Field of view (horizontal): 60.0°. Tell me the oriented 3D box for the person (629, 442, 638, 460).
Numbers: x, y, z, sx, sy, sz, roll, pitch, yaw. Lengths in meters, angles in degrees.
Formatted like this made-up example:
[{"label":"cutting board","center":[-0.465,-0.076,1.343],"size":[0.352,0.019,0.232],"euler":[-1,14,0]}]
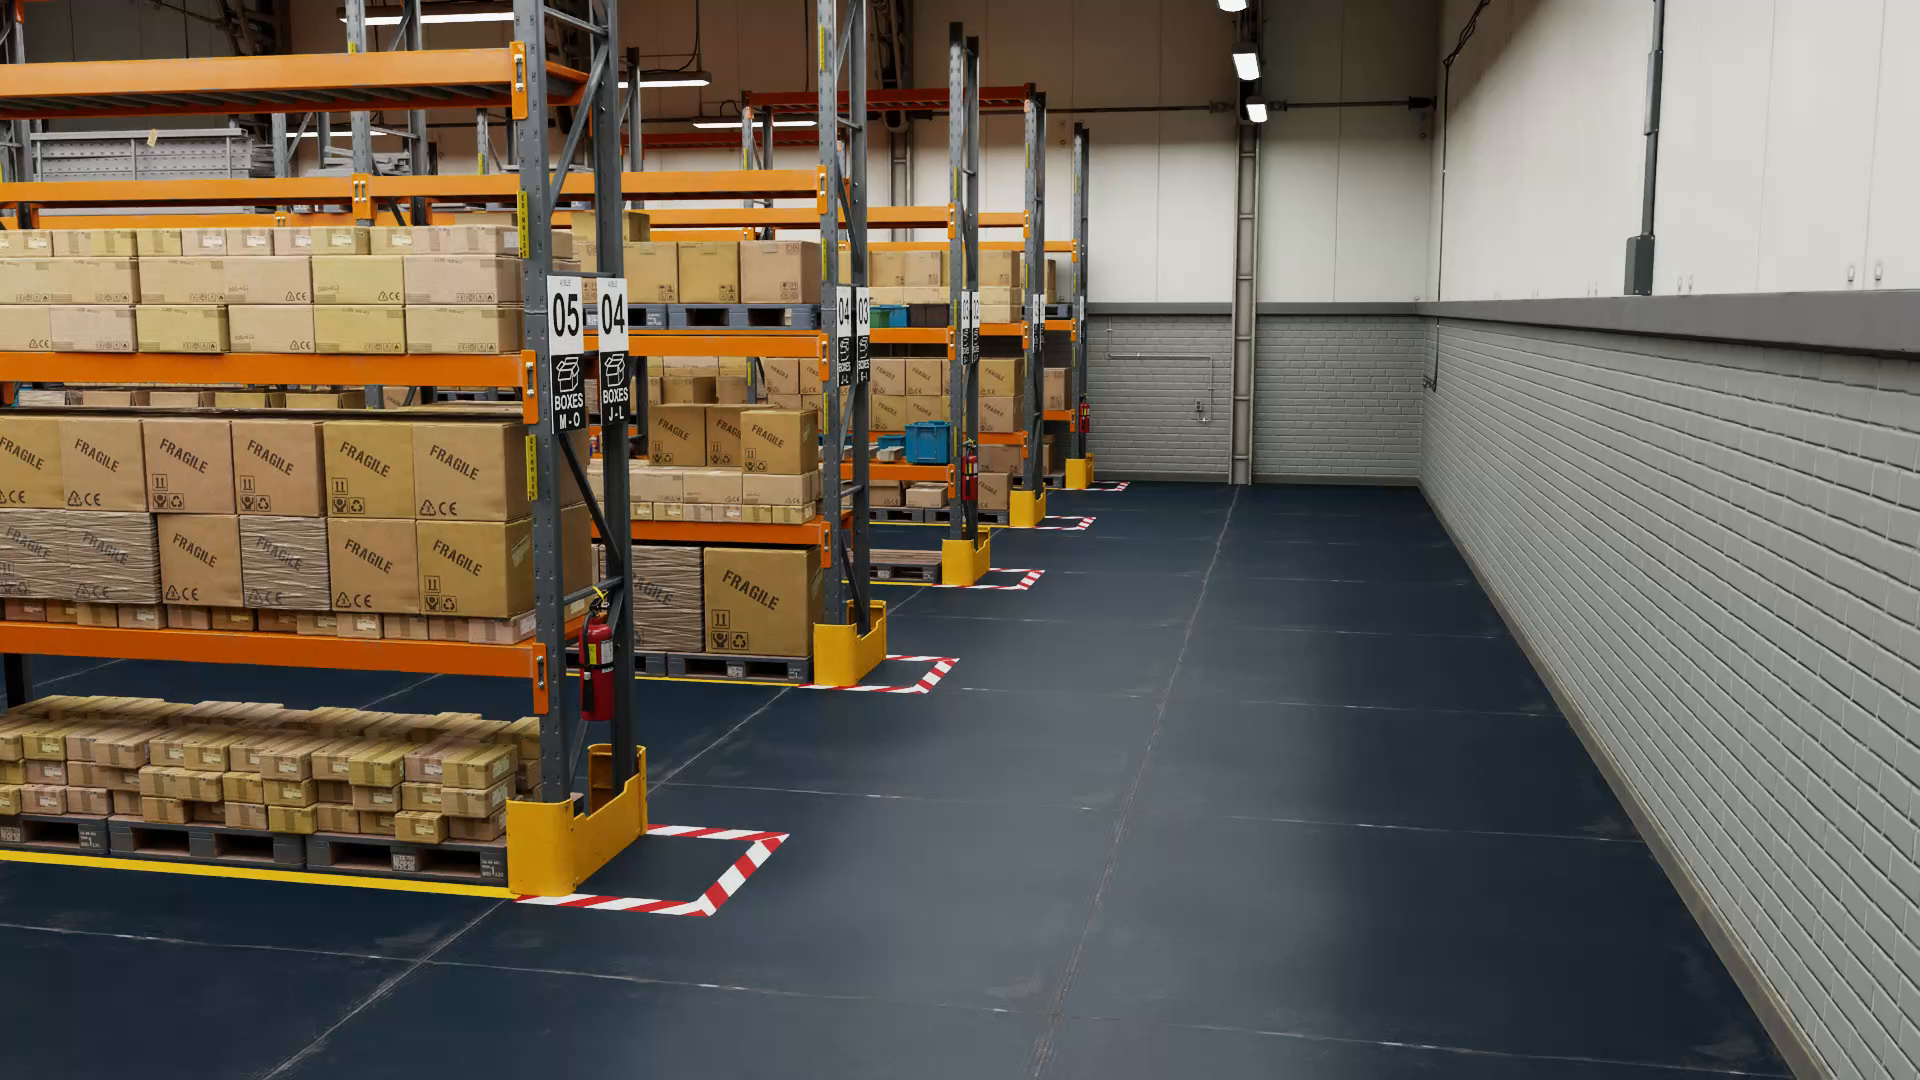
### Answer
[{"label":"person","center":[-3.487,-0.207,17.285],"size":[0.903,1.629,0.452],"euler":[0,8,3]}]
